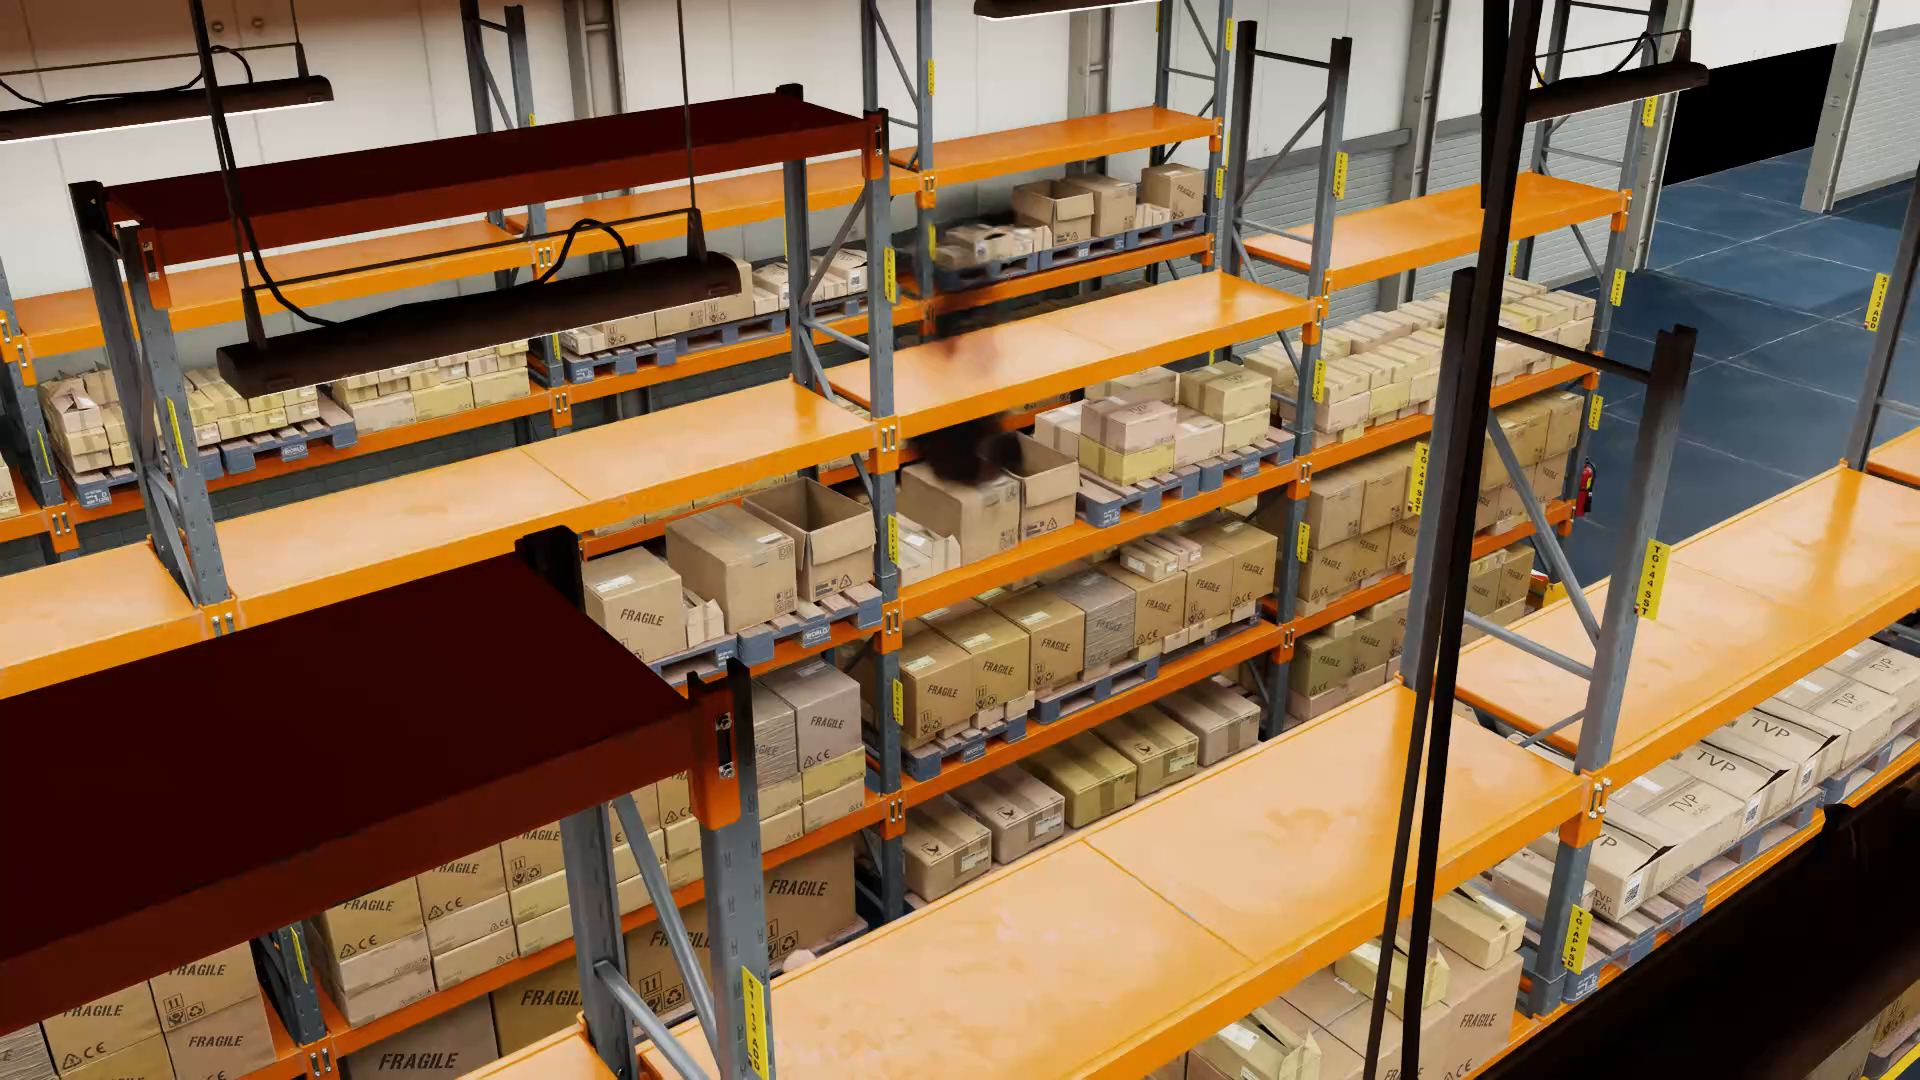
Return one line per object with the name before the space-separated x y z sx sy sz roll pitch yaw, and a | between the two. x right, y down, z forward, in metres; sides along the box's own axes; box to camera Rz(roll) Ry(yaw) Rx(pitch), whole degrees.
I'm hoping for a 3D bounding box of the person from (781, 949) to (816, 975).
person | -0.796 3.116 9.783 0.653 1.844 1.116 23 35 39
